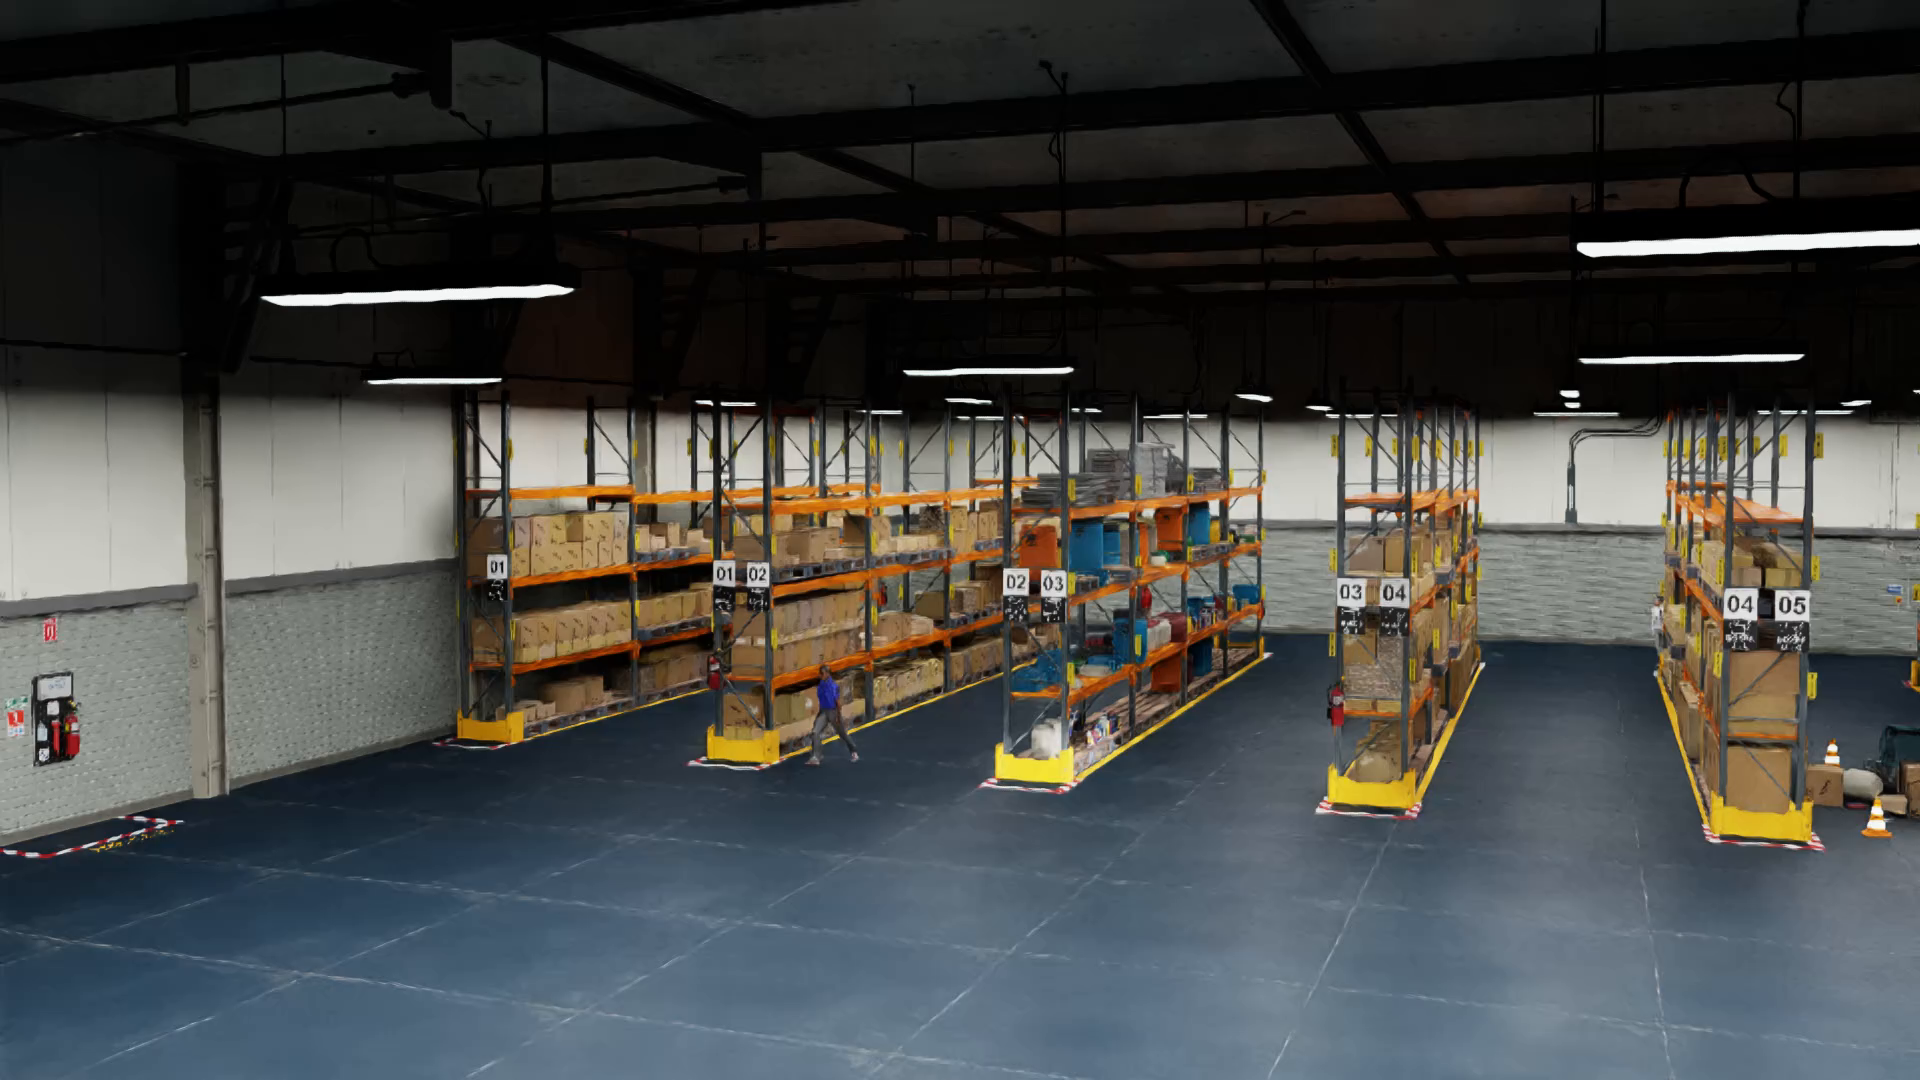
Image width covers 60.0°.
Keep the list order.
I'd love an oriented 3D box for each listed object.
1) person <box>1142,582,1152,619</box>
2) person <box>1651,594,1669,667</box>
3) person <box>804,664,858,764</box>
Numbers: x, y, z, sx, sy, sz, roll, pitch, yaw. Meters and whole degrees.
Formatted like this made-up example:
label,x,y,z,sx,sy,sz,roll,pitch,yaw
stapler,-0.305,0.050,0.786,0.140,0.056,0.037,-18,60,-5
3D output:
label,x,y,z,sx,sy,sz,roll,pitch,yaw
person,4.691,1.804,42.282,0.772,1.719,0.584,-2,4,-32
person,16.145,2.074,38.183,0.509,1.666,0.533,-2,4,-32
person,-2.021,2.749,26.364,0.497,1.592,0.938,3,4,40
